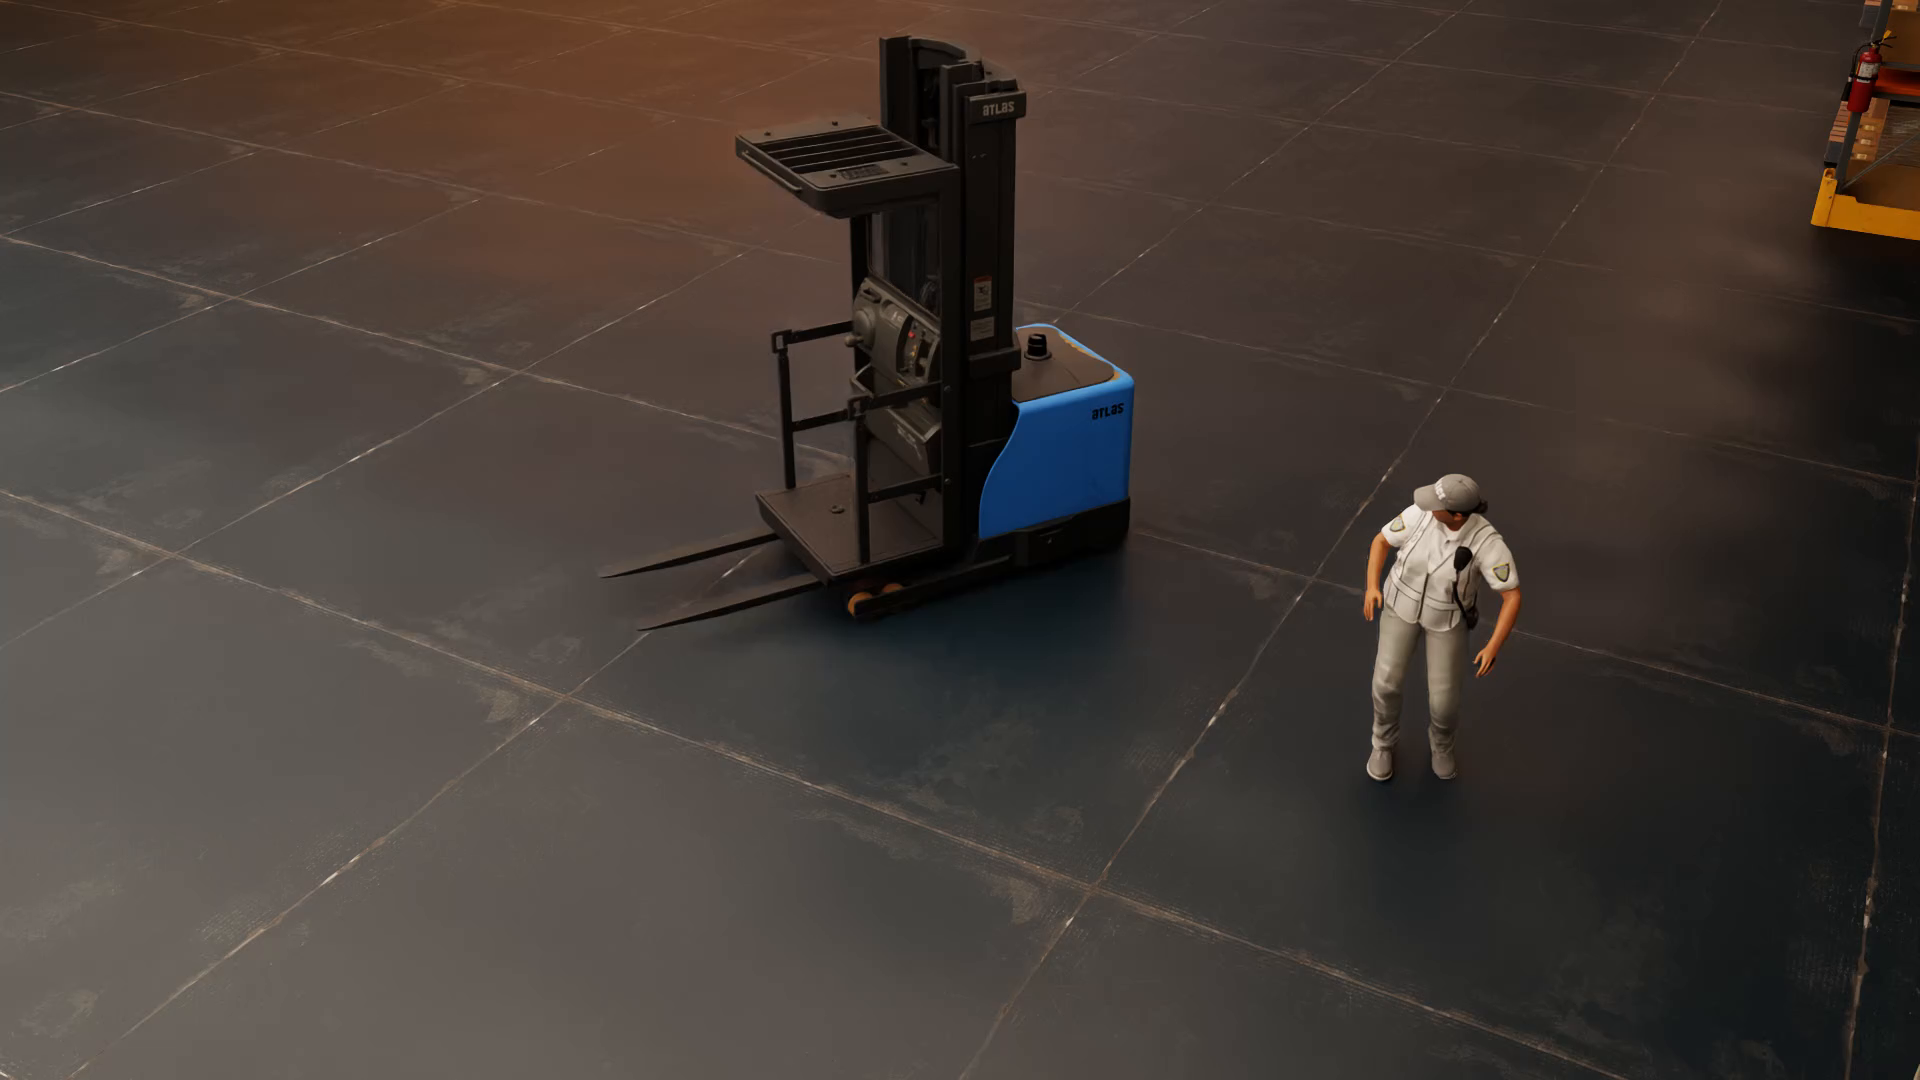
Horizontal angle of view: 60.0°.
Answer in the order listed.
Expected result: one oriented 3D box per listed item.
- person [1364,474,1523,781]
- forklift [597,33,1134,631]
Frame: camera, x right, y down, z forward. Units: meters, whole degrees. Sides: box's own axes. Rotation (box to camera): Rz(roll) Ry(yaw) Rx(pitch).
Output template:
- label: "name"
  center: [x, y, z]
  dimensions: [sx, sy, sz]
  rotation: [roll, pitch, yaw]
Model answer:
- label: "person"
  center: [2.212, 0.400, 7.741]
  dimensions: [0.720, 1.615, 0.567]
  rotation: [15, 33, 24]
- label: "forklift"
  center: [-0.531, -1.116, 9.005]
  dimensions: [3.031, 2.935, 1.130]
  rotation: [-16, 33, -25]
